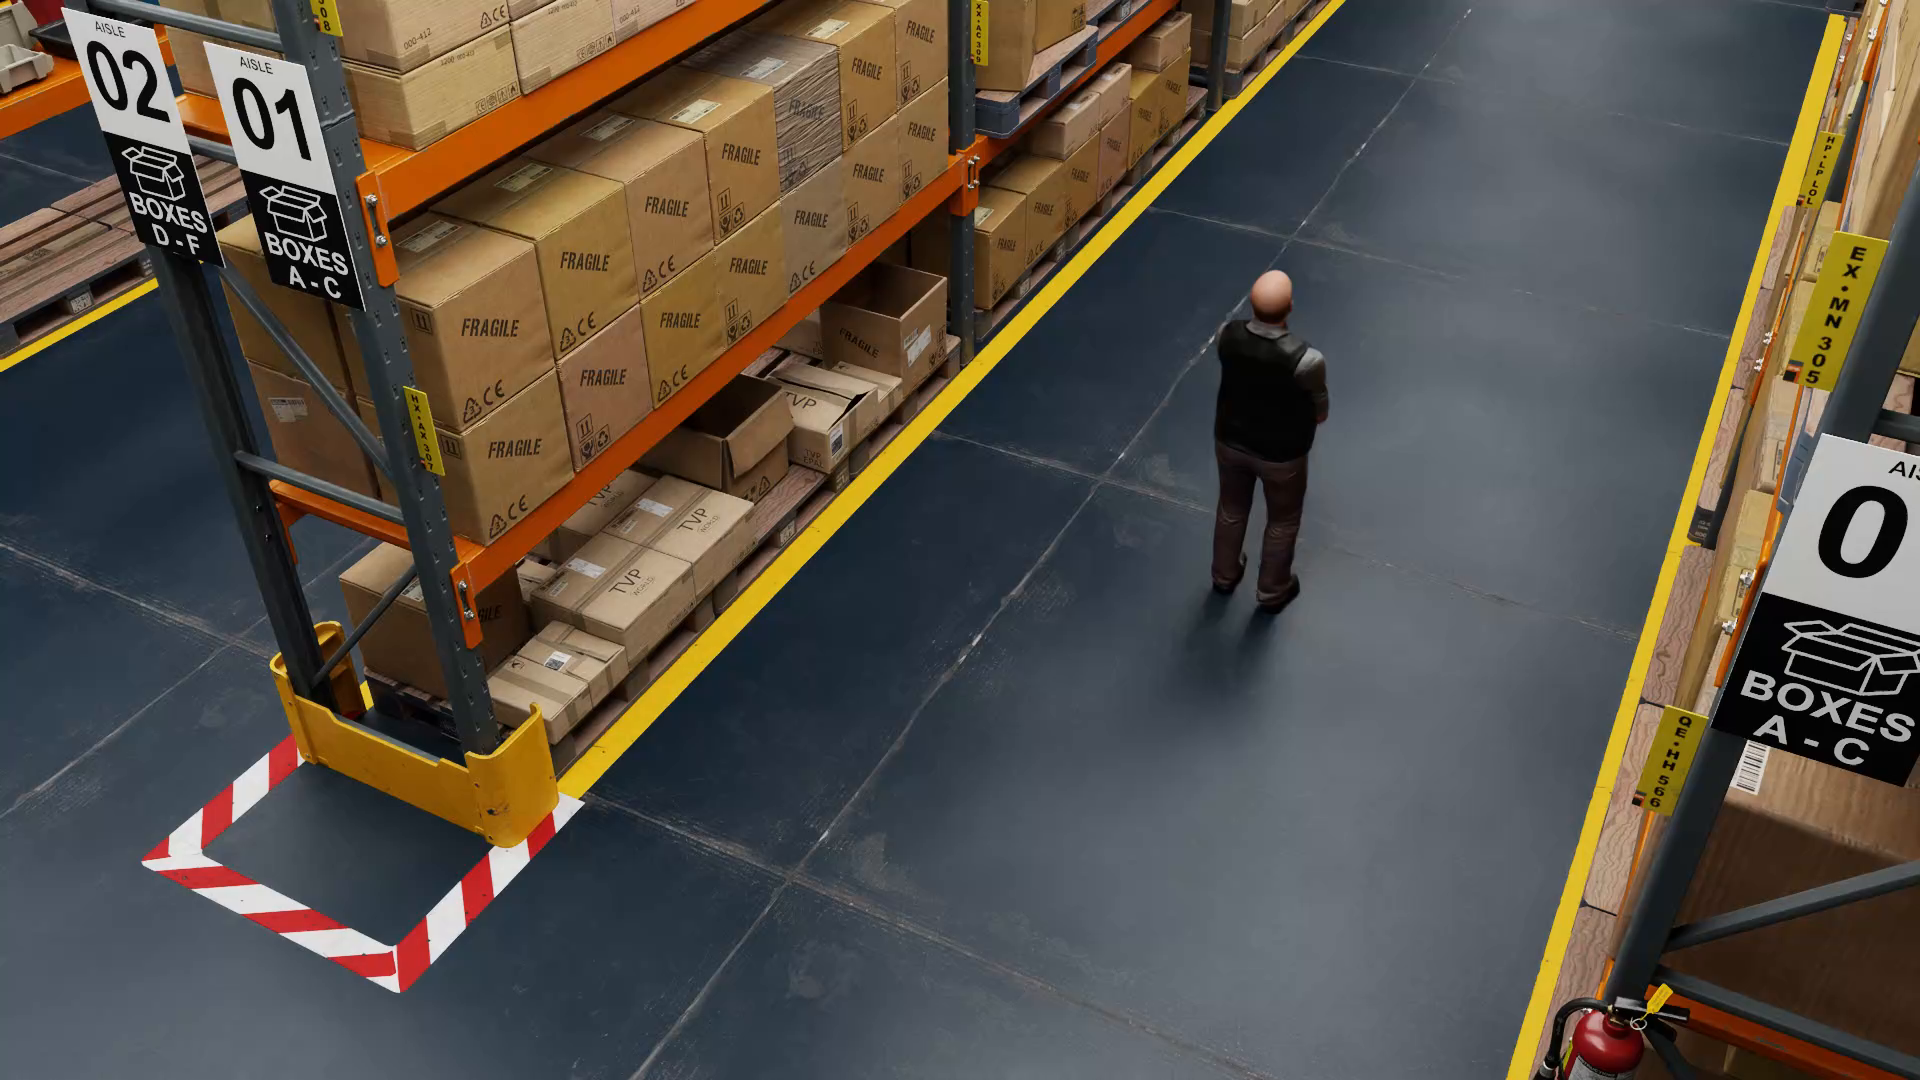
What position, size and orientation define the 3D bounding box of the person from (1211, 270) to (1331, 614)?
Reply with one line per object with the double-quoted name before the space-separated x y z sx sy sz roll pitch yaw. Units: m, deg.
"person" 1.377 -0.473 7.380 0.500 1.722 0.536 23 43 27
